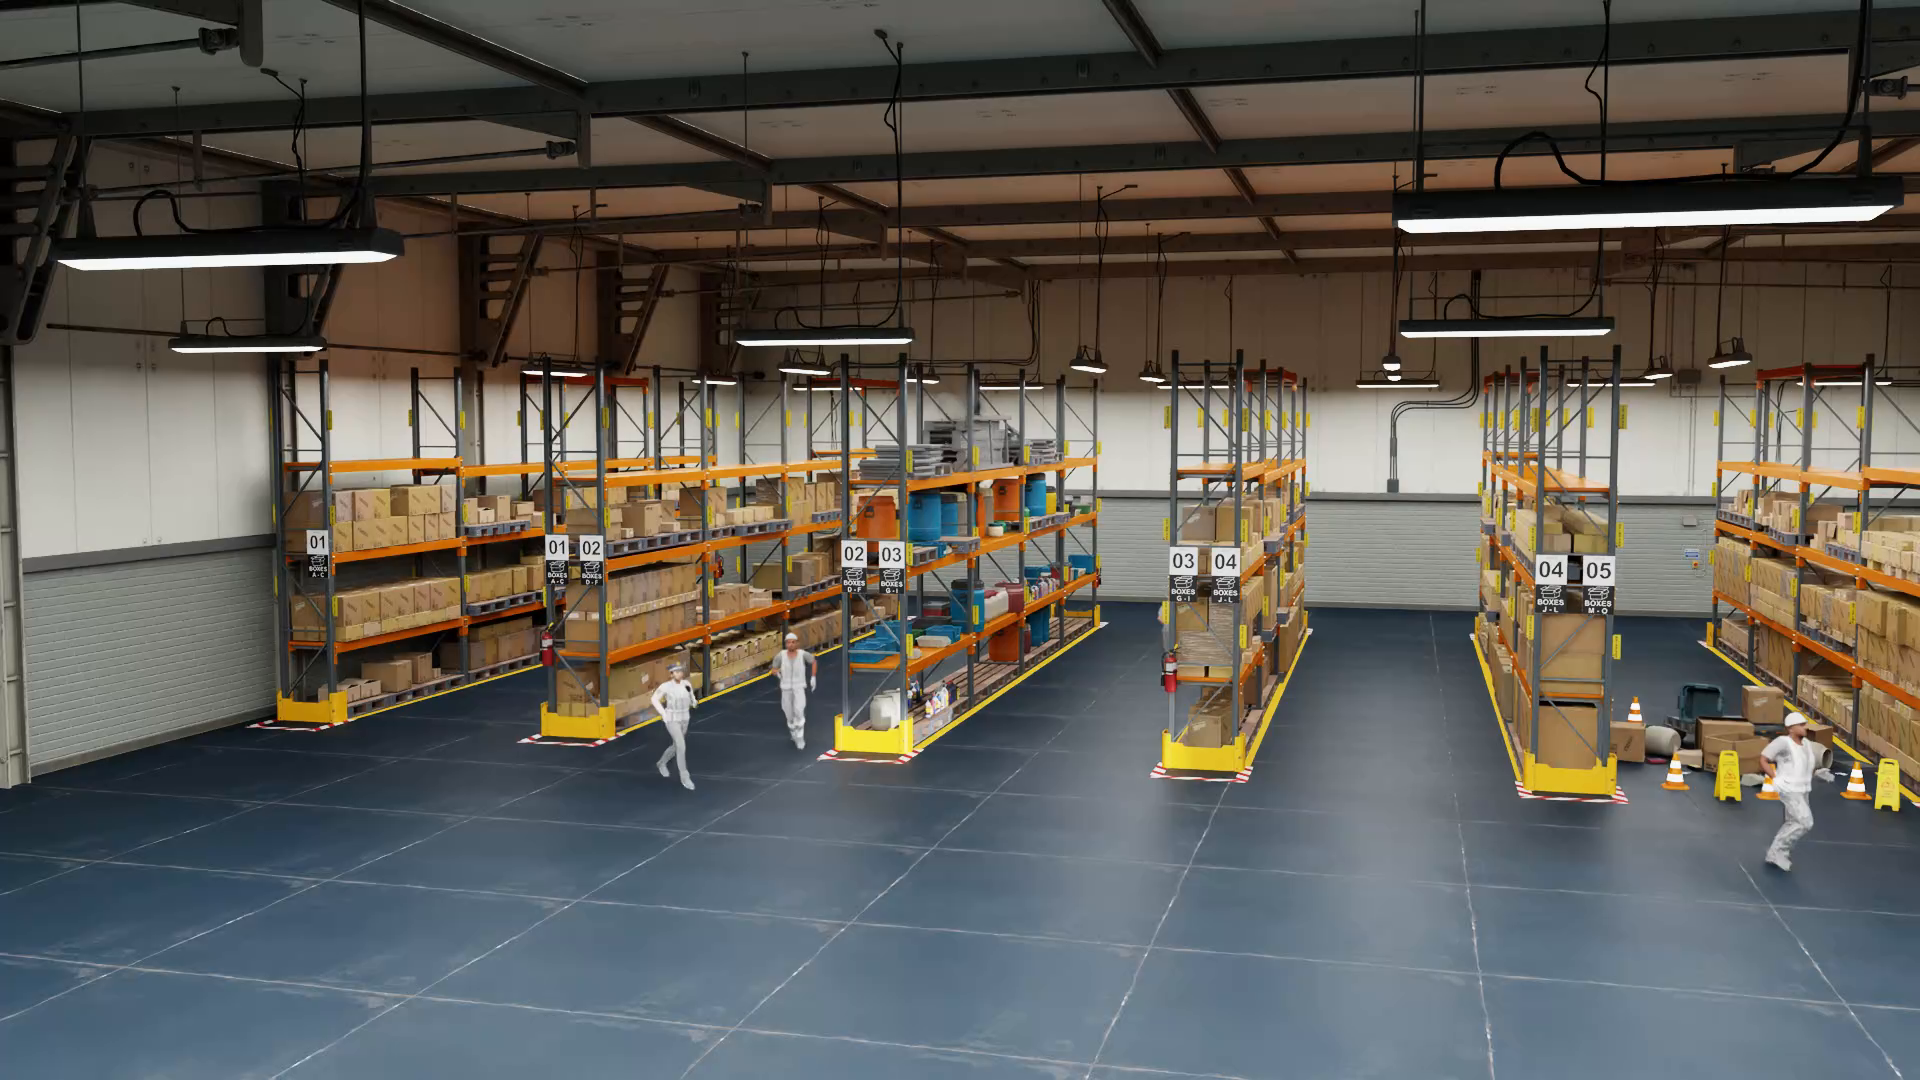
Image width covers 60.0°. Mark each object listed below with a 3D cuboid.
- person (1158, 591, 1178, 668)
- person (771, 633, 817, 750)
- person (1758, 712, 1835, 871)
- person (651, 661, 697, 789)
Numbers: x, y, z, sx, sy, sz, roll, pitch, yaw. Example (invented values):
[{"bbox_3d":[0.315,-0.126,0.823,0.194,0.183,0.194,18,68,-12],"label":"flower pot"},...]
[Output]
[{"bbox_3d":[4.122,1.830,32.332,0.543,1.711,0.844,1,4,15],"label":"person"},{"bbox_3d":[-2.547,2.296,25.455,0.674,1.778,0.800,0,4,3],"label":"person"},{"bbox_3d":[9.280,2.794,18.433,0.656,1.760,0.657,-3,5,-35],"label":"person"},{"bbox_3d":[-3.886,2.513,22.893,0.848,1.719,0.596,4,6,44],"label":"person"}]
